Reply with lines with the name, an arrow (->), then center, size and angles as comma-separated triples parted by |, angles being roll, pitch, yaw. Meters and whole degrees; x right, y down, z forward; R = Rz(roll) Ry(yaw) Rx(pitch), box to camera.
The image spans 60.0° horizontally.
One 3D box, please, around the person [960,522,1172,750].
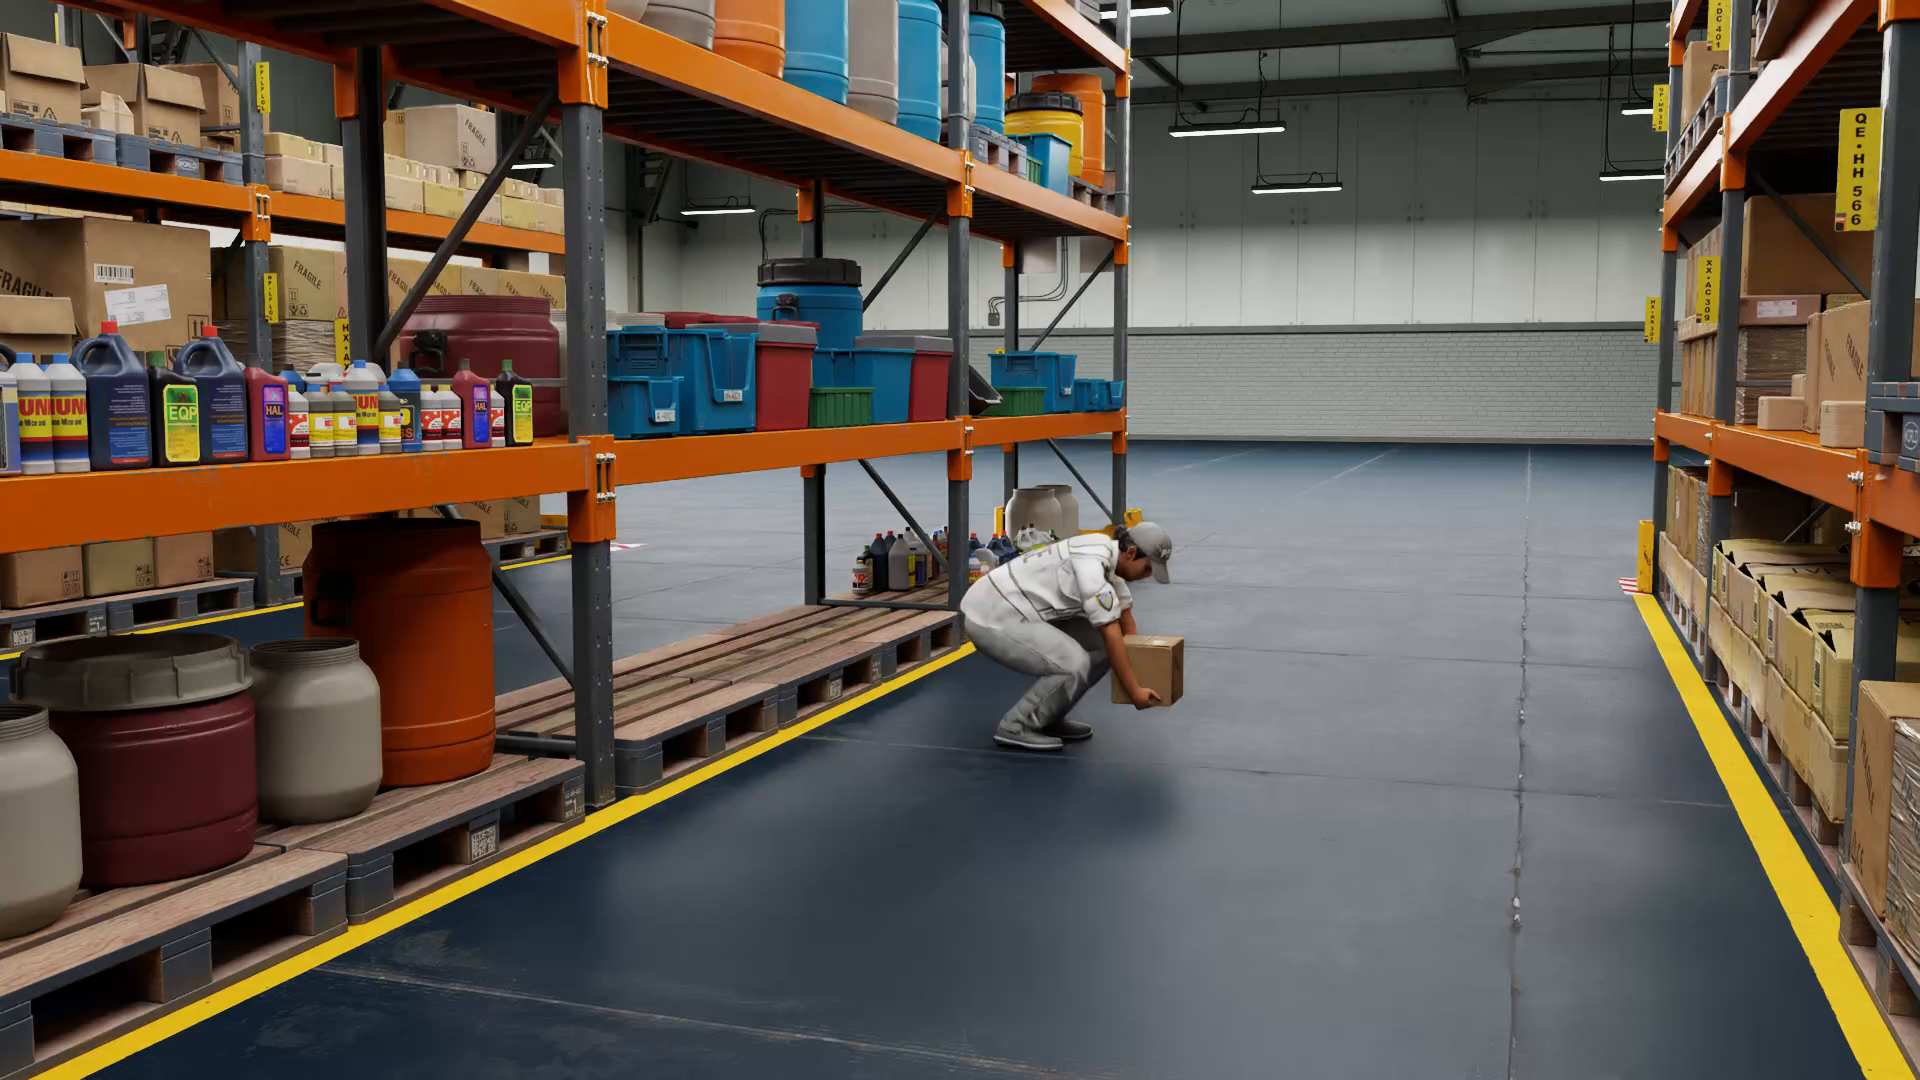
person -> 0.446, 0.391, 6.975 | 0.877, 0.947, 0.499 | 2, 6, 17
